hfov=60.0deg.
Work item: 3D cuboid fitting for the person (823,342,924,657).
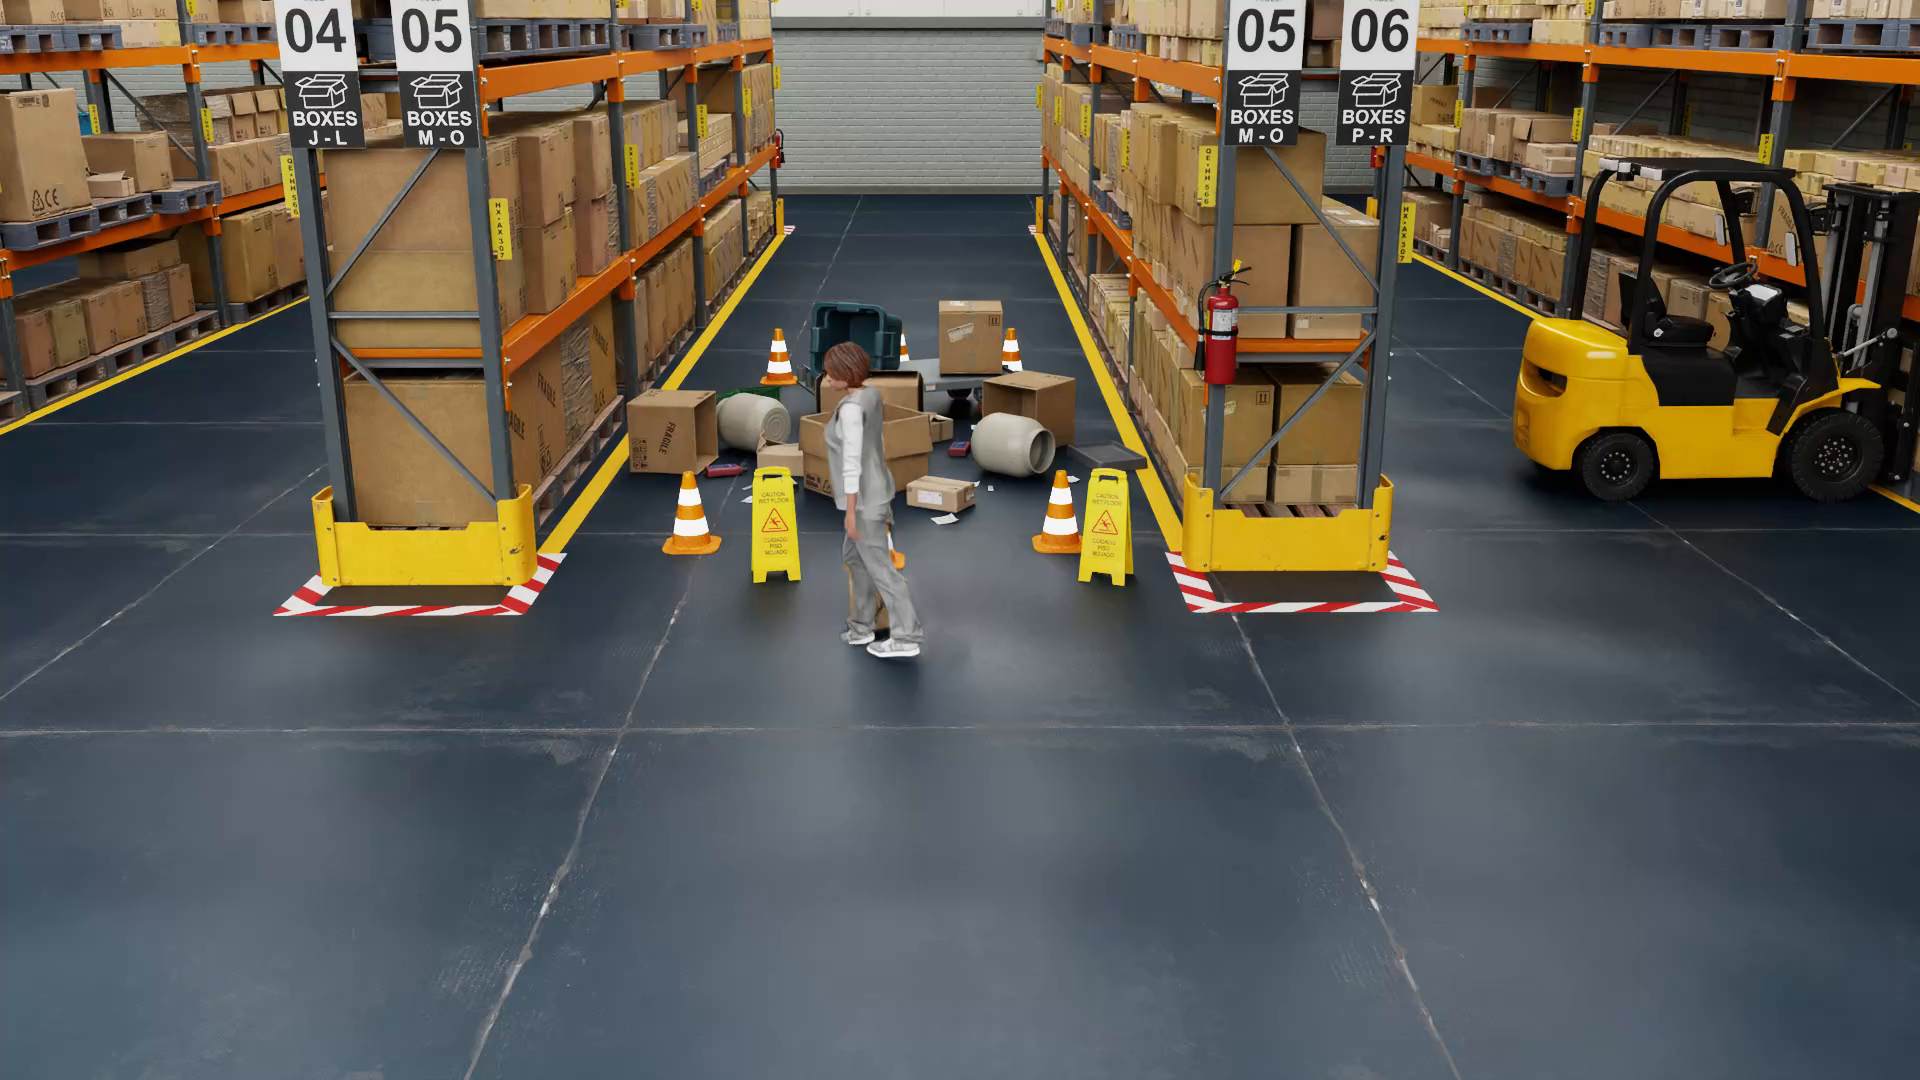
[{"bbox_3d":[-0.412,-0.159,8.136,0.487,1.621,0.530,3,18,8],"label":"person"}]
